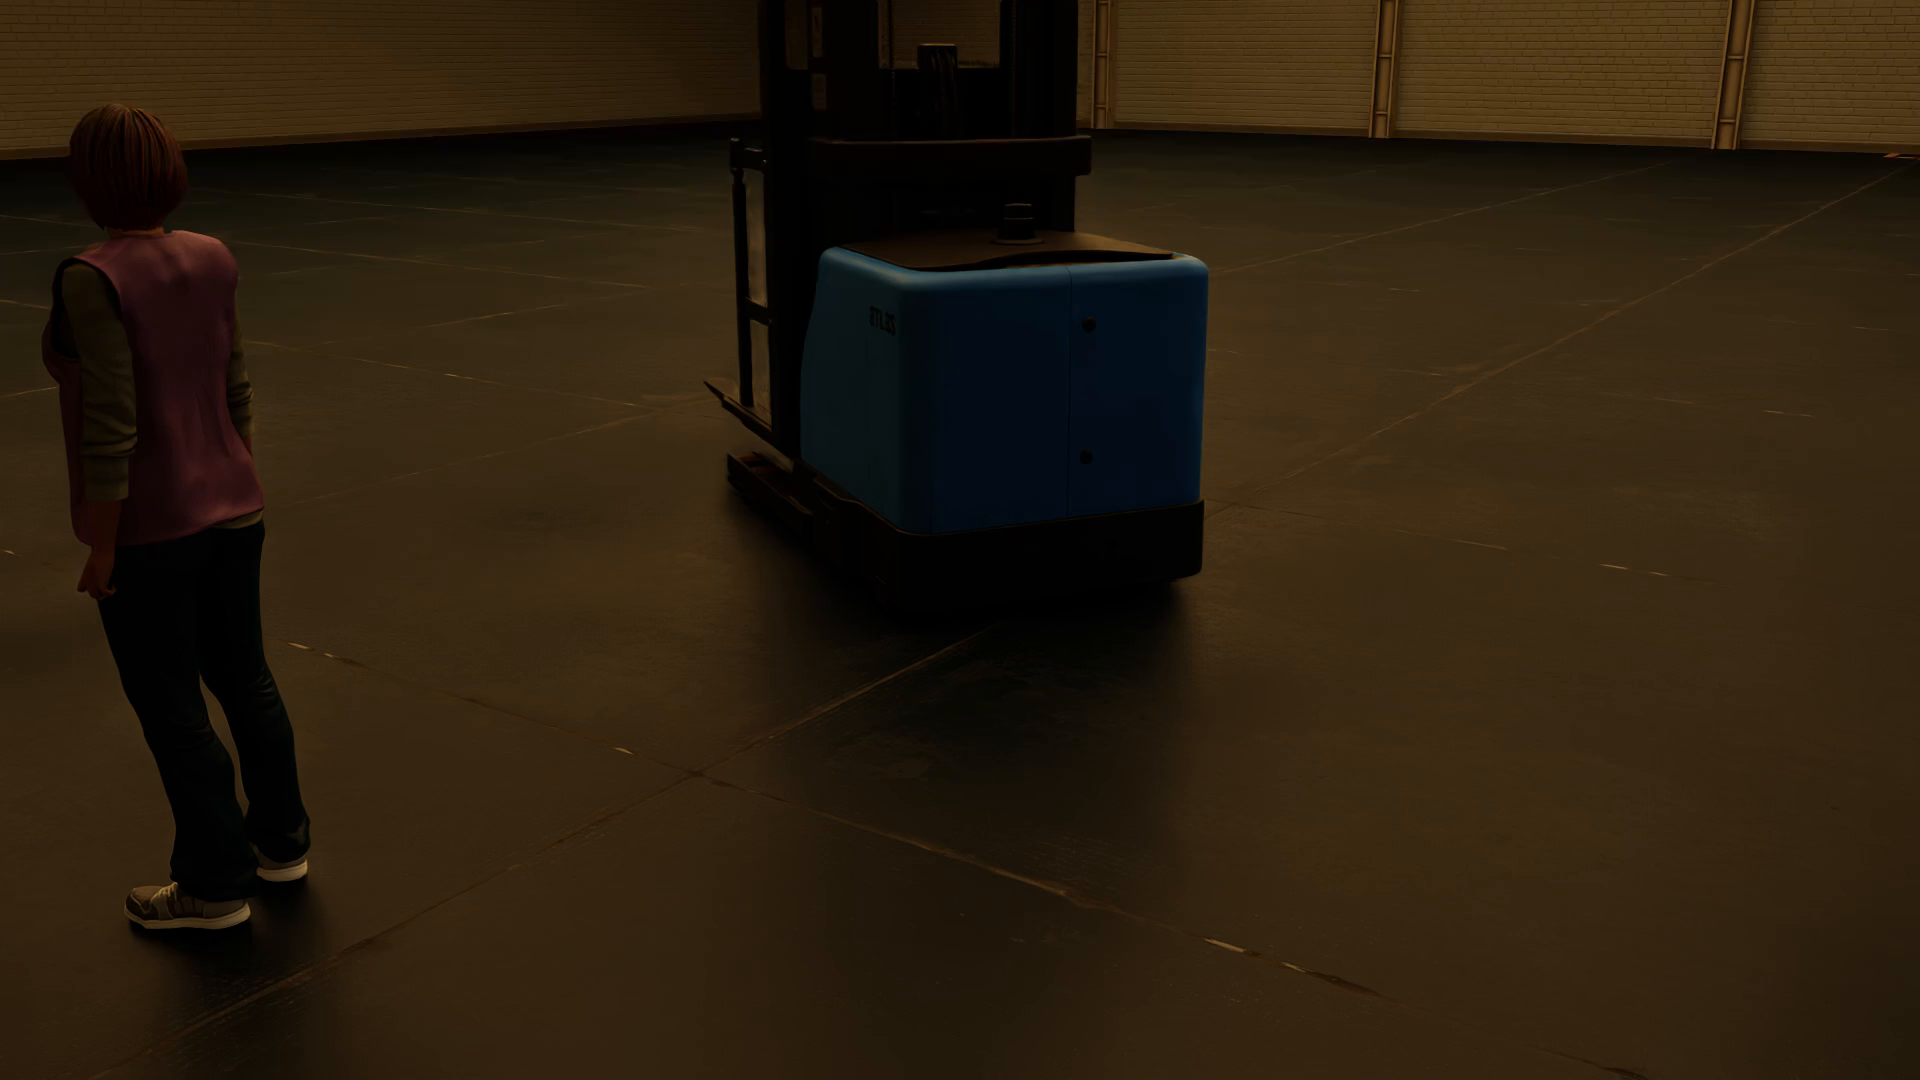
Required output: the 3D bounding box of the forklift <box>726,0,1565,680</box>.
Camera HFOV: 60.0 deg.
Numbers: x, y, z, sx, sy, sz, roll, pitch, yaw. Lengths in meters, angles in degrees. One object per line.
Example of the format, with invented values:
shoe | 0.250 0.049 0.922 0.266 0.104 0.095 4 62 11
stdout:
forklift | 0.434 -1.257 5.037 1.130 2.935 3.031 -12 21 -36
